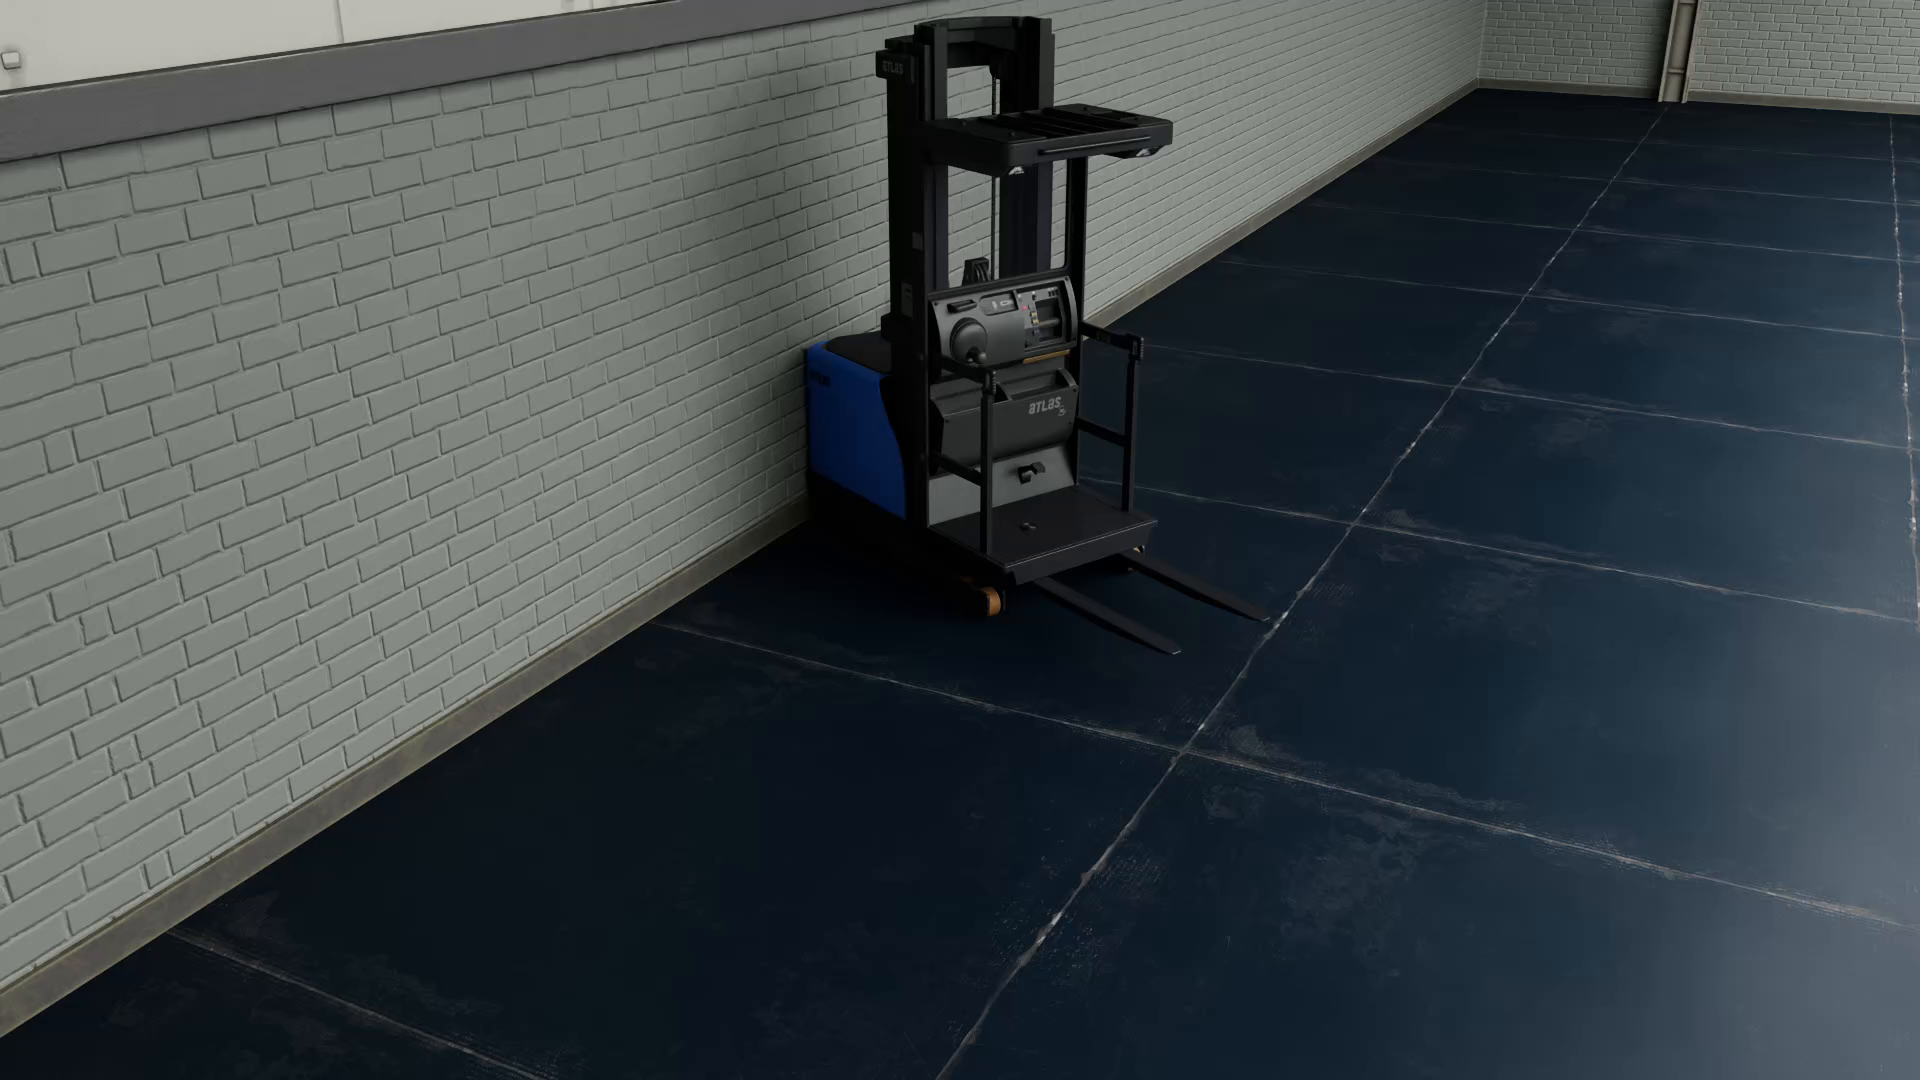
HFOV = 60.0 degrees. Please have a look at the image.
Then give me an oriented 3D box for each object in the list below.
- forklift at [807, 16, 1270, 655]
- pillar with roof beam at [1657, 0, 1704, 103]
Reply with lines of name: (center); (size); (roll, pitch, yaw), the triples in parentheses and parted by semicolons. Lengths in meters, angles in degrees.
forklift: (0.372, -1.153, 8.716); (1.130, 2.935, 3.031); (-16, 28, -33)
pillar with roof beam: (9.075, -9.431, 20.428); (0.400, 9.000, 9.100); (11, 25, 25)
